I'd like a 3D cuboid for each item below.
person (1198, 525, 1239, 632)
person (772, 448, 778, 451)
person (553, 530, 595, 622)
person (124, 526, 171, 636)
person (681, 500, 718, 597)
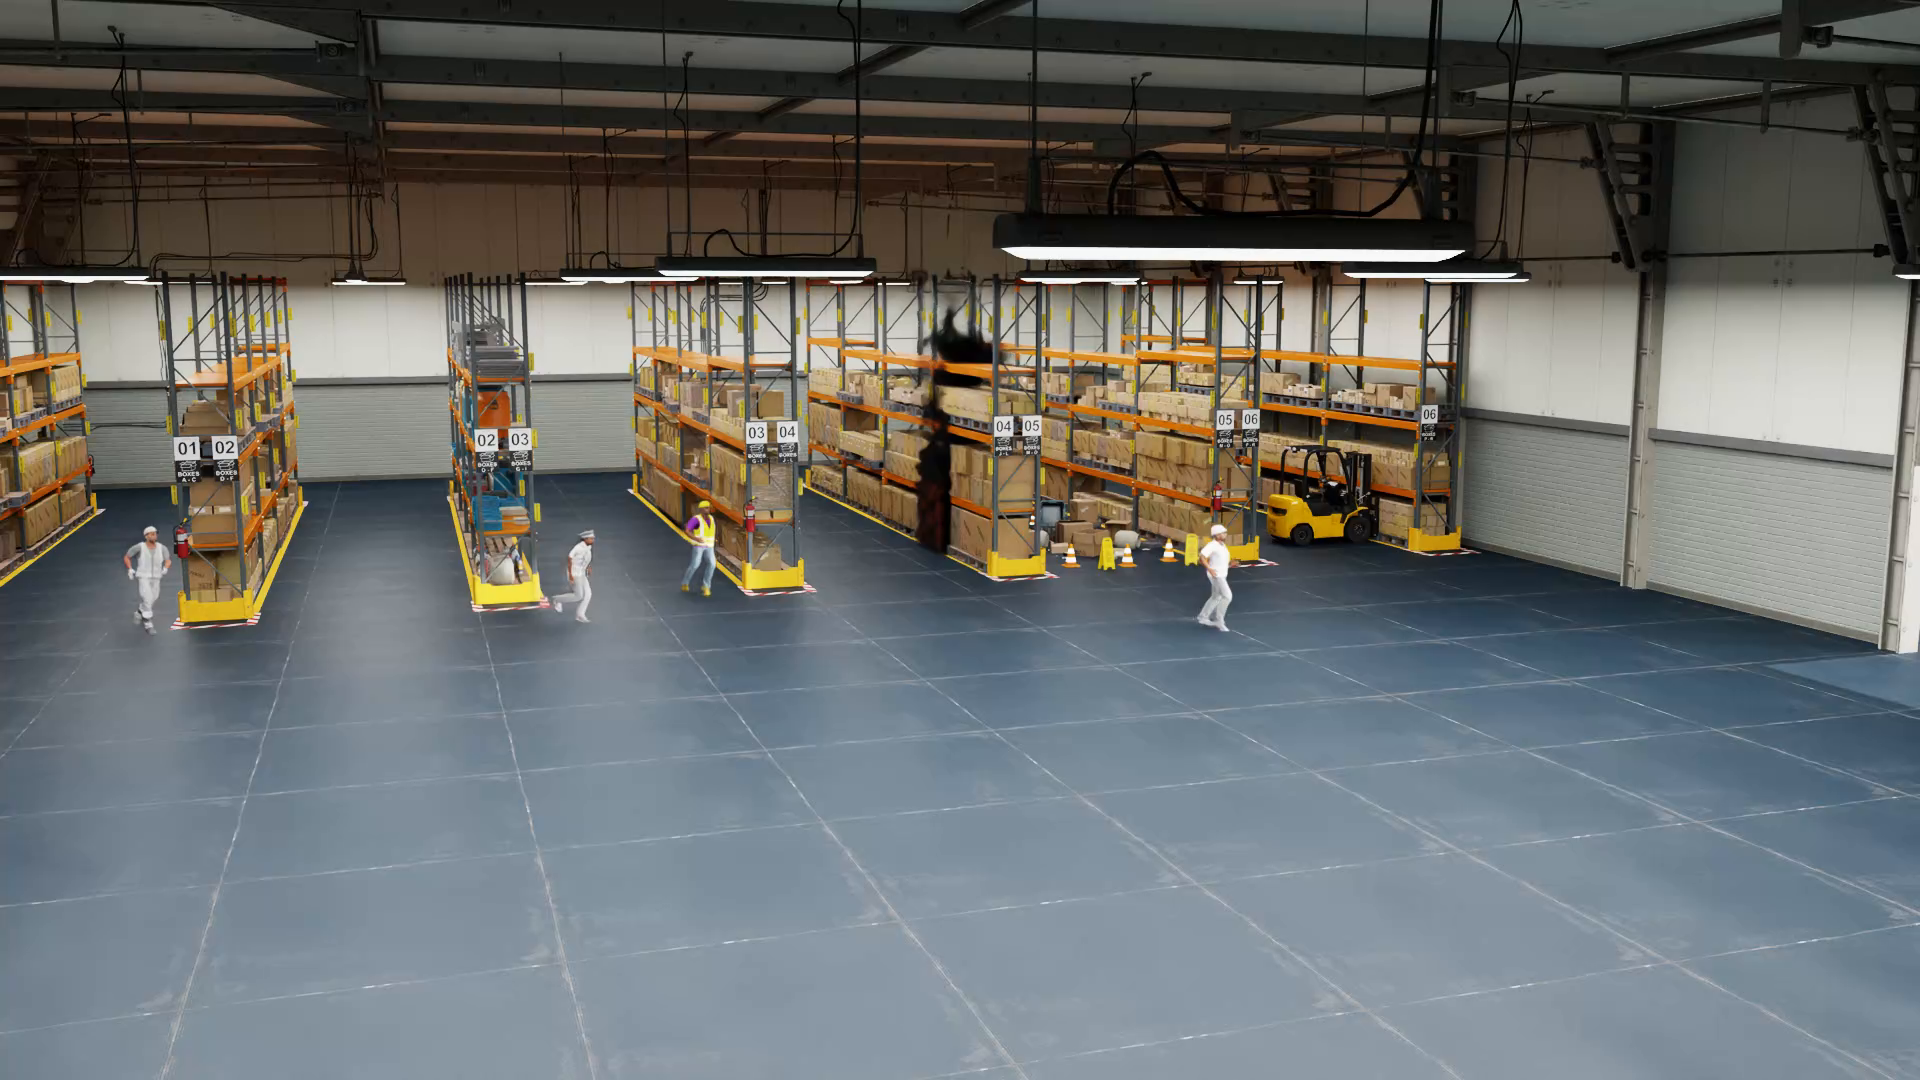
[{"bbox_3d":[4.354,0.651,28.063,0.673,1.828,0.681,3,9,20],"label":"person"},{"bbox_3d":[-5.450,-2.456,49.020,0.800,1.580,0.494,6,10,33],"label":"person"},{"bbox_3d":[-6.673,0.617,28.809,0.786,1.621,0.564,1,9,4],"label":"person"},{"bbox_3d":[-13.607,0.657,27.924,0.837,1.777,0.701,7,11,40],"label":"person"},{"bbox_3d":[-4.849,0.146,31.407,0.761,1.791,0.741,-7,11,-40],"label":"person"}]
